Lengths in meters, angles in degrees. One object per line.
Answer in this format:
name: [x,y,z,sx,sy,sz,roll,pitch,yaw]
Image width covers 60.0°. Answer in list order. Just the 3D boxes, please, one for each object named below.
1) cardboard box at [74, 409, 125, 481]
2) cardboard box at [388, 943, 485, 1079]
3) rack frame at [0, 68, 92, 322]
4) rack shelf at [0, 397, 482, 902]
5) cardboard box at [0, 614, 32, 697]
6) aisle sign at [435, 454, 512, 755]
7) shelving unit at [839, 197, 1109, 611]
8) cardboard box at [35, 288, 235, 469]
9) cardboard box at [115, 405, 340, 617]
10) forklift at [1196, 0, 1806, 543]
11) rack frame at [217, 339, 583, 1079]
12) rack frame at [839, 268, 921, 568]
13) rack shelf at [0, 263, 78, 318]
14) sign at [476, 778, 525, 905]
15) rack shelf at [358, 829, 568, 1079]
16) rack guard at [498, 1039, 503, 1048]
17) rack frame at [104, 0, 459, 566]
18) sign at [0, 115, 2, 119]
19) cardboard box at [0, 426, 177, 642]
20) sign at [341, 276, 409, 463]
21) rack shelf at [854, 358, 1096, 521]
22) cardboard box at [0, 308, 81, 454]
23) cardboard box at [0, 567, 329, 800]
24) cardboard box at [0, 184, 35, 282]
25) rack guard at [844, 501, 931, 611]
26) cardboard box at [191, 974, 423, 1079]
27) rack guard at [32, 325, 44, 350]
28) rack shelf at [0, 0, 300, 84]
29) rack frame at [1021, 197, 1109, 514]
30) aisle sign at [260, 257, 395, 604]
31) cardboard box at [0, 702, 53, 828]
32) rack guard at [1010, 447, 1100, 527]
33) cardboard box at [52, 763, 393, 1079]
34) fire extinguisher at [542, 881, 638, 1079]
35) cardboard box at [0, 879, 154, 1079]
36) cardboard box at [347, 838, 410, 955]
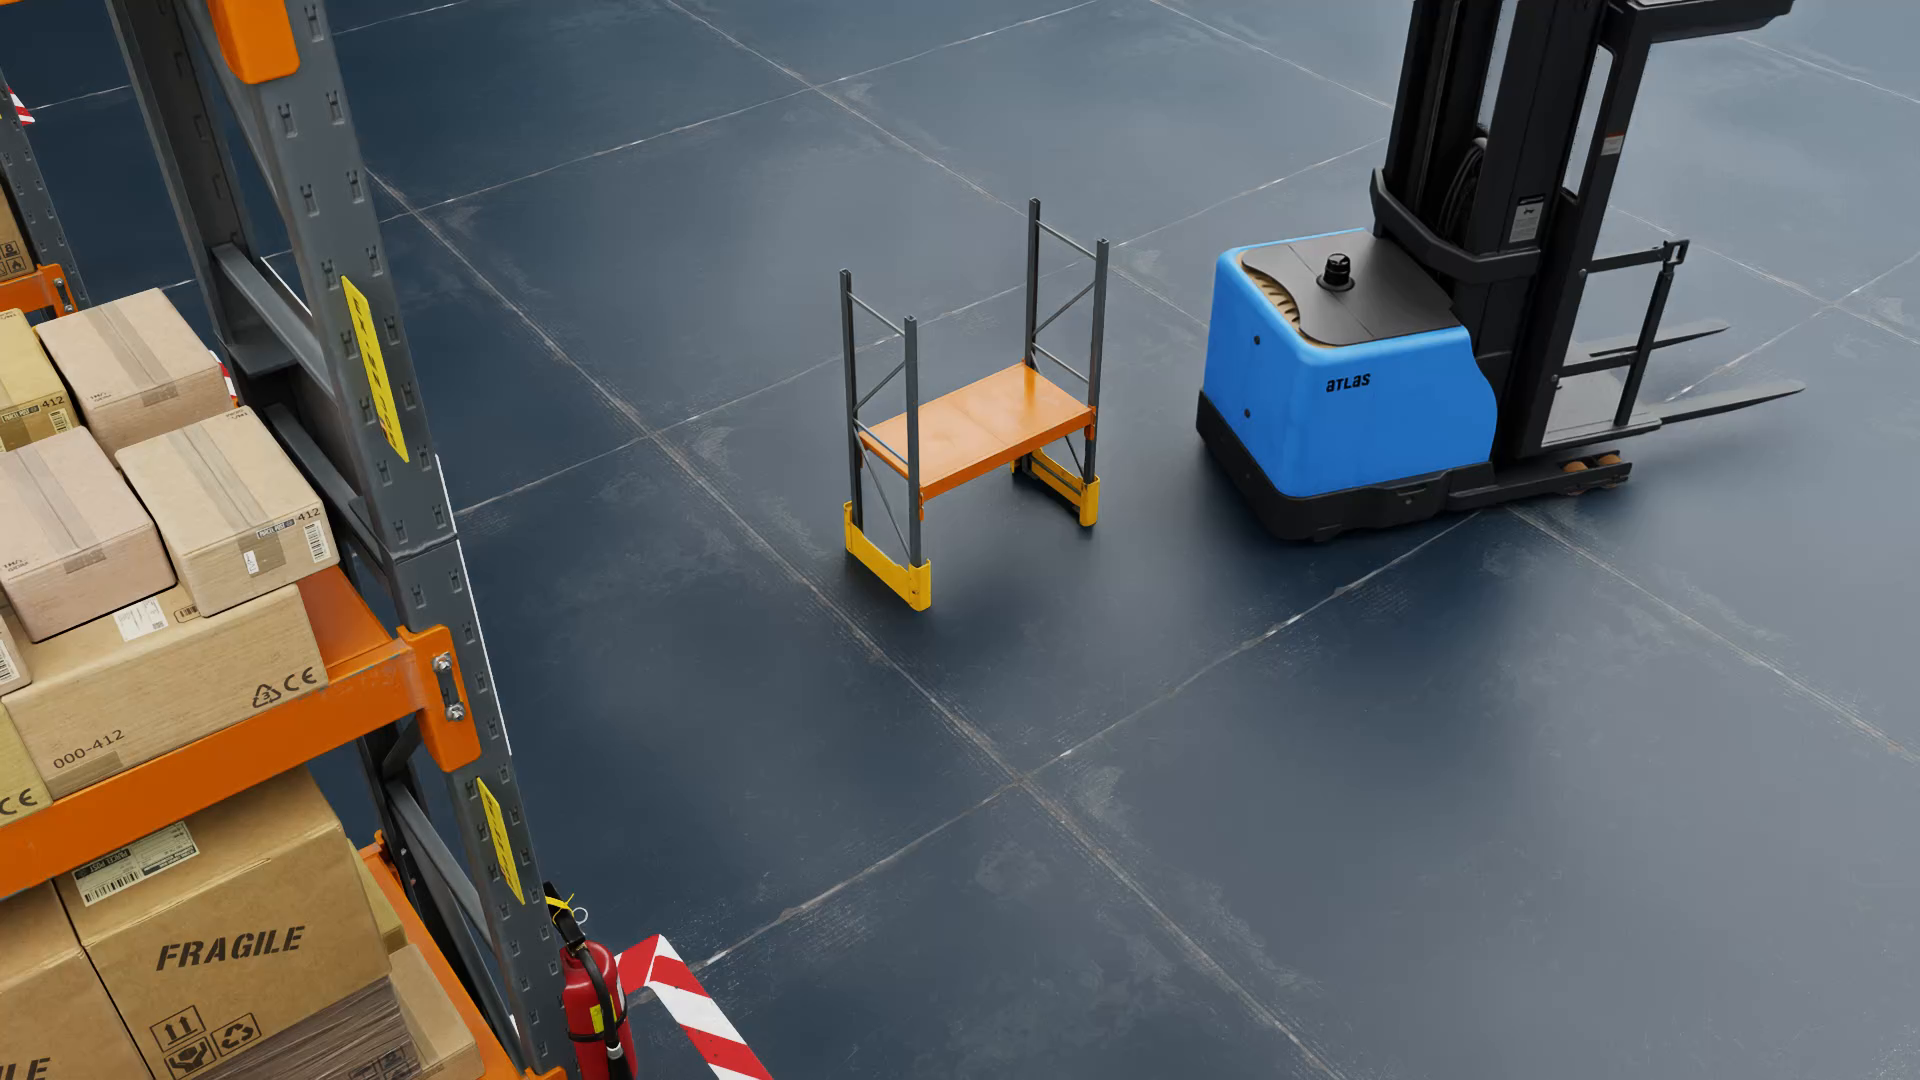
cardboard box: [-1.846,-0.114,3.411,0.500,0.250,0.500,-25,45,-27]
cardboard box: [-1.406,1.243,4.202,0.250,0.149,0.380,-26,46,-28]
rack frame: [-4.248,-1.602,7.471,0.127,3.000,1.000,-26,46,-28]
rack shelf: [-2.892,0.823,2.717,4.000,0.370,1.077,-26,46,-28]
cardboard box: [-1.764,0.142,2.784,0.250,0.149,0.380,-28,47,-30]
aisle sign: [-1.074,0.053,3.404,0.004,0.787,0.394,-26,46,-28]
shelving unit: [0.060,-0.609,7.444,1.083,1.500,0.587,-26,46,-28]
cardboard box: [-1.665,-0.334,3.365,0.250,0.149,0.380,-26,46,-28]
cardboard box: [-1.336,-0.060,3.030,0.250,0.149,0.380,-26,46,-28]
forklift: [2.776,-1.660,7.596,3.031,2.935,1.130,-11,41,-13]
rack frame: [-1.306,0.932,4.383,0.127,3.000,1.000,-26,46,-28]
rack frame: [-0.335,-0.416,7.209,0.032,1.500,0.500,-26,46,-28]
rack shelf: [-5.834,-0.551,6.757,4.000,0.370,1.077,-26,46,-28]
sign: [-0.984,0.649,3.566,0.005,0.325,0.100,-26,46,-28]
rack shelf: [-2.892,1.983,3.669,4.000,0.370,1.077,-26,46,-28]
rack guard: [-1.366,1.927,5.140,0.348,0.500,1.175,-26,46,-28]
rack frame: [-1.306,-1.388,2.480,0.127,3.000,1.000,-26,46,-28]
sign: [-3.929,-1.863,6.689,0.005,0.325,0.100,-26,46,-28]
cardboard box: [-1.614,-0.018,2.980,0.250,0.149,0.380,-28,47,-29]
sign: [-0.984,-0.284,2.801,0.005,0.325,0.100,-26,46,-28]
rack shelf: [0.068,-0.474,7.562,1.000,0.185,0.538,-26,46,-28]
cardboard box: [-1.930,-0.283,3.302,0.250,0.149,0.380,-25,45,-27]
cardboard box: [-1.534,0.144,3.096,0.500,0.250,0.500,-25,45,-27]
cardboard box: [-4.515,-1.494,7.221,0.550,0.550,0.875,-26,46,-28]
rack guard: [-0.334,0.066,7.606,0.087,0.250,0.587,-26,46,-28]
cardboard box: [-1.759,0.977,4.014,0.500,0.500,0.875,-26,46,-28]
rack guard: [-4.229,-0.645,8.275,0.348,0.500,1.175,-26,46,-28]
rack shelf: [-2.892,-0.335,1.767,4.000,0.370,1.077,-26,46,-28]
rack frame: [0.471,-0.809,7.687,0.032,1.500,0.500,-26,46,-28]
aisle sign: [-1.440,-0.248,3.771,0.004,0.787,0.394,-26,46,-28]
cardboard box: [-1.928,0.338,2.859,0.500,0.250,0.500,-26,46,-28]
rack guard: [0.455,-0.319,8.075,0.087,0.250,0.587,-26,46,-28]
cardboard box: [-1.592,0.728,3.529,0.500,0.500,0.500,-26,46,-28]
fire extinguisher: [-0.934,1.149,4.179,0.183,0.674,0.296,-26,46,-28]
cardboard box: [-1.985,0.924,3.290,0.500,0.500,0.500,-26,46,-28]
cardboard box: [-1.677,1.019,4.474,0.250,0.149,0.380,-26,46,-28]
